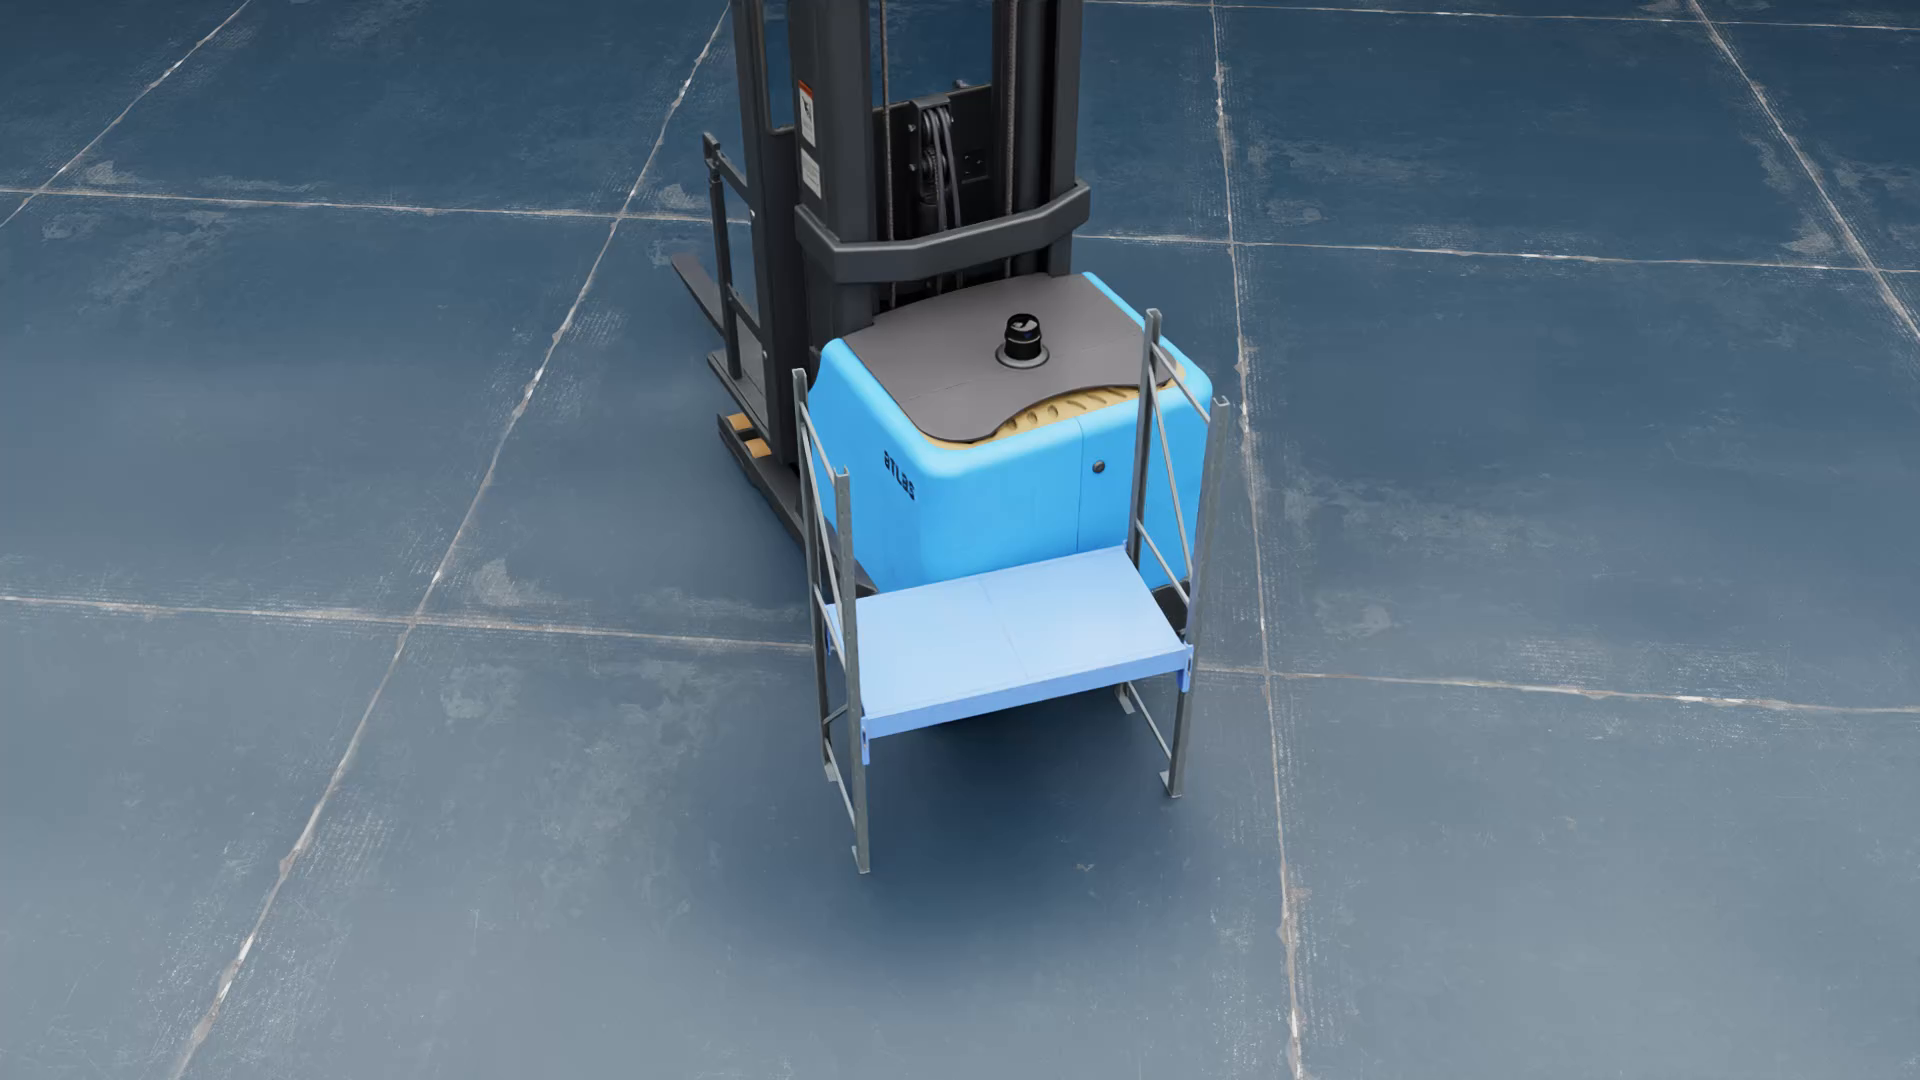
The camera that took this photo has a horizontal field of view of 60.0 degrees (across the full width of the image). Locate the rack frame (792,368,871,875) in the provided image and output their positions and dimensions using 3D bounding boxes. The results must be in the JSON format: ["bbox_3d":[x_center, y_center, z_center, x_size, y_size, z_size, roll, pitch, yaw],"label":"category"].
[{"bbox_3d":[-0.359,0.275,4.725,0.032,1.500,0.500,-11,40,-13],"label":"rack frame"}]

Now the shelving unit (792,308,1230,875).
[{"bbox_3d":[0.126,0.179,4.842,1.048,1.500,0.538,-11,40,-13],"label":"shelving unit"}]

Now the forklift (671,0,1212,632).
[{"bbox_3d":[-0.312,-1.488,5.756,1.130,2.935,3.031,-18,42,-21],"label":"forklift"}]

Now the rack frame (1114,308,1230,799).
[{"bbox_3d":[0.611,0.083,4.960,0.032,1.500,0.500,-11,40,-13],"label":"rack frame"}]

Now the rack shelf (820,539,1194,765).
[{"bbox_3d":[0.126,0.318,4.956,1.000,0.185,0.538,-11,40,-13],"label":"rack shelf"}]
